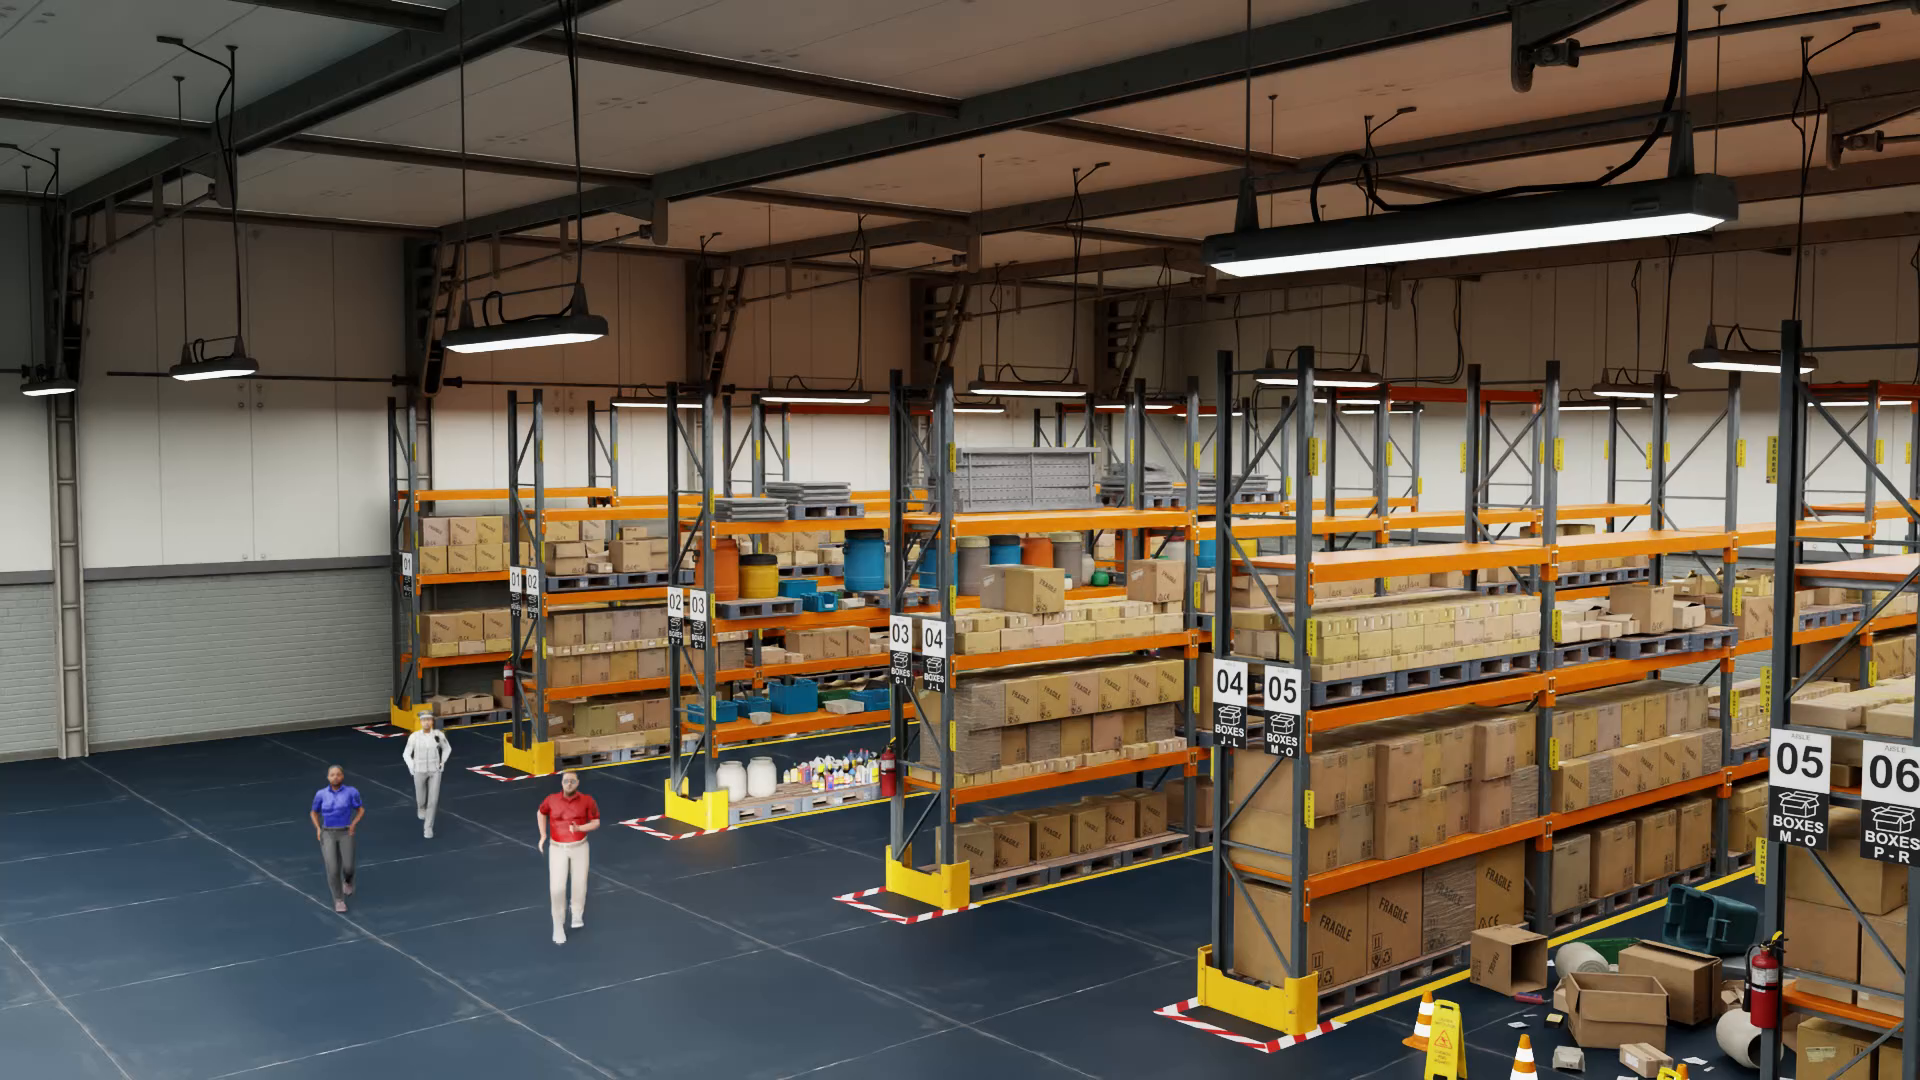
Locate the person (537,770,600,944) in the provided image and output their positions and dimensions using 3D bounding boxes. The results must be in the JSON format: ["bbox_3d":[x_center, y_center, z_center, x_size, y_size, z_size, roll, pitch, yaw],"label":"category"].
[{"bbox_3d":[-4.081,3.301,17.370,0.631,1.798,0.768,-1,3,-15],"label":"person"}]

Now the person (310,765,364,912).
[{"bbox_3d":[-6.901,3.282,18.428,0.562,1.609,0.581,-1,3,-18],"label":"person"}]

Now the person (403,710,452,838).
[{"bbox_3d":[-7.036,3.061,21.999,0.619,1.663,0.677,-1,4,-20],"label":"person"}]

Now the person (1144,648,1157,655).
[{"bbox_3d":[3.656,2.444,32.309,0.626,1.663,0.802,3,4,40],"label":"person"}]
